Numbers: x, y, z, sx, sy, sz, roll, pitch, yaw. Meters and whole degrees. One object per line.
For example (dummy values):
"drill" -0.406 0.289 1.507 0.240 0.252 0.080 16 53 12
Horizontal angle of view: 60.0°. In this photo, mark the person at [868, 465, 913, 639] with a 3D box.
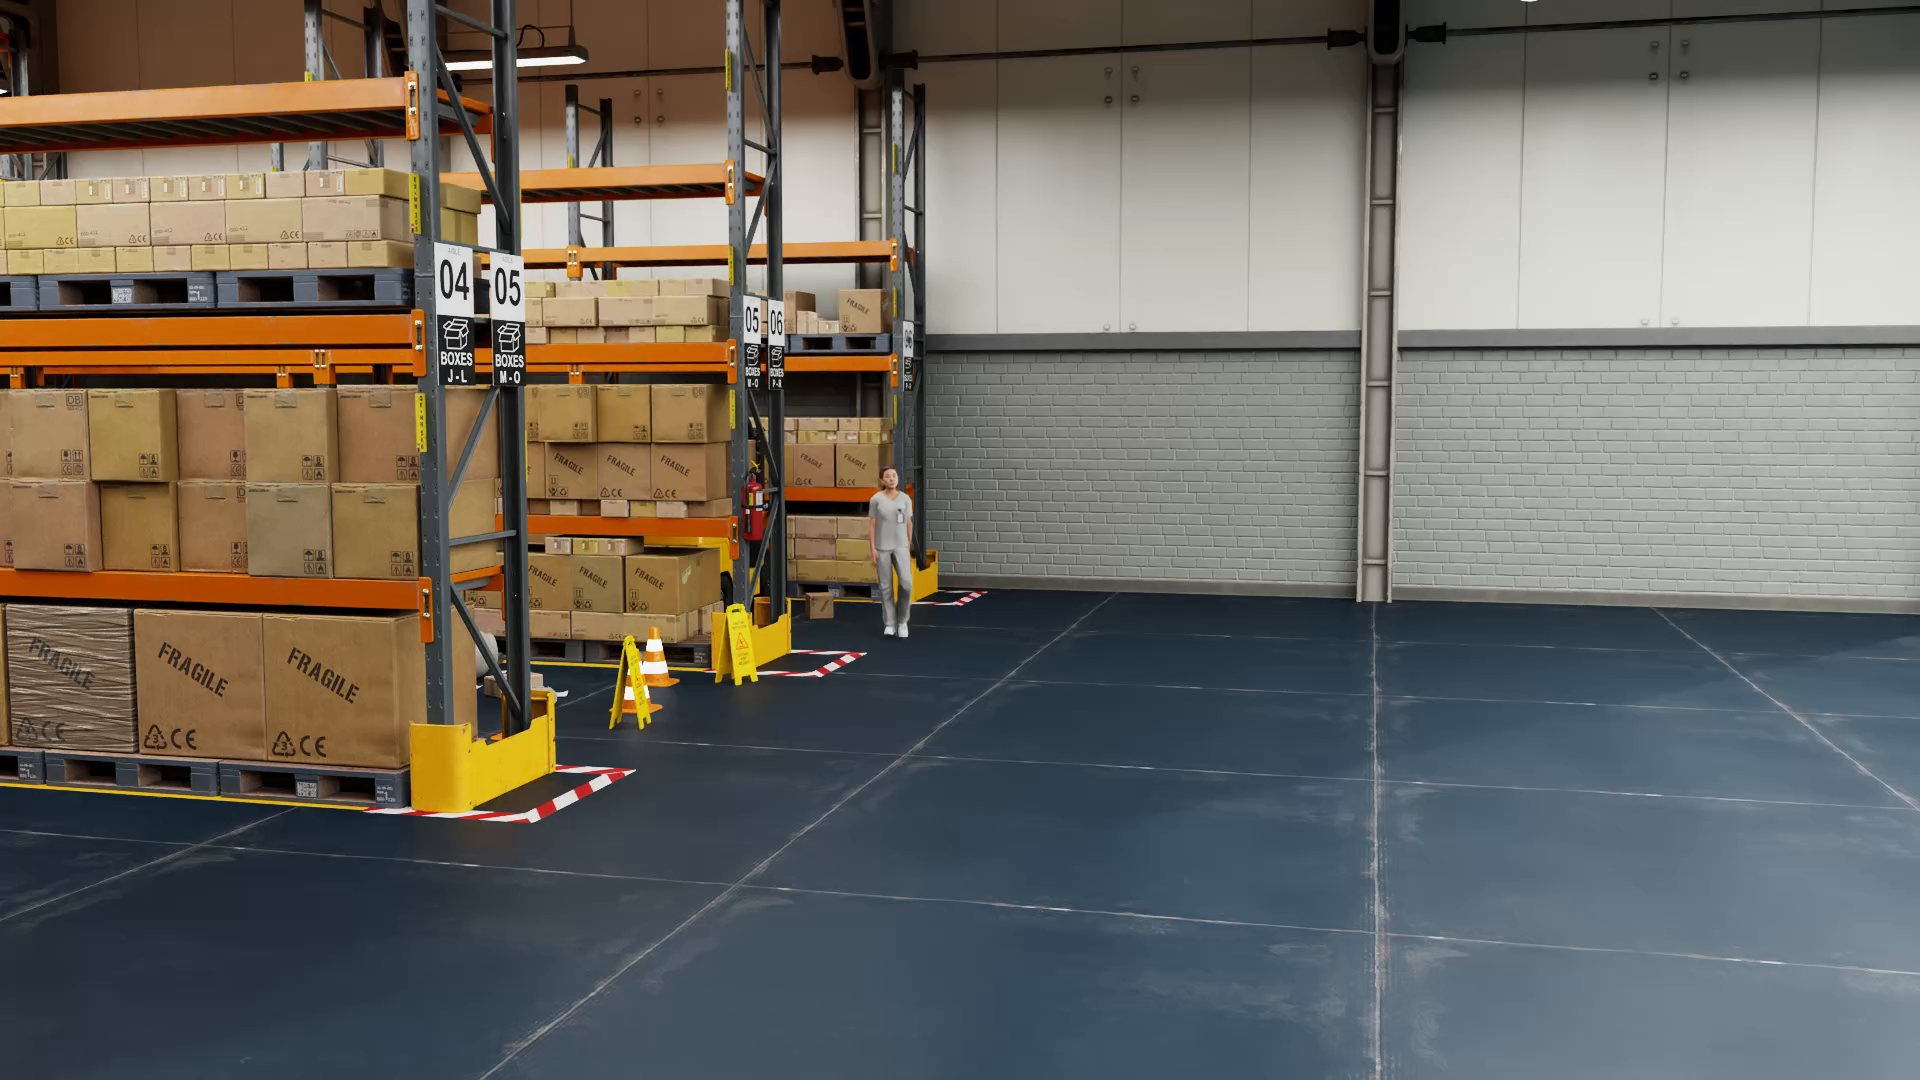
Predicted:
"person" -0.669 0.117 16.081 0.439 1.685 0.454 0 5 -5
